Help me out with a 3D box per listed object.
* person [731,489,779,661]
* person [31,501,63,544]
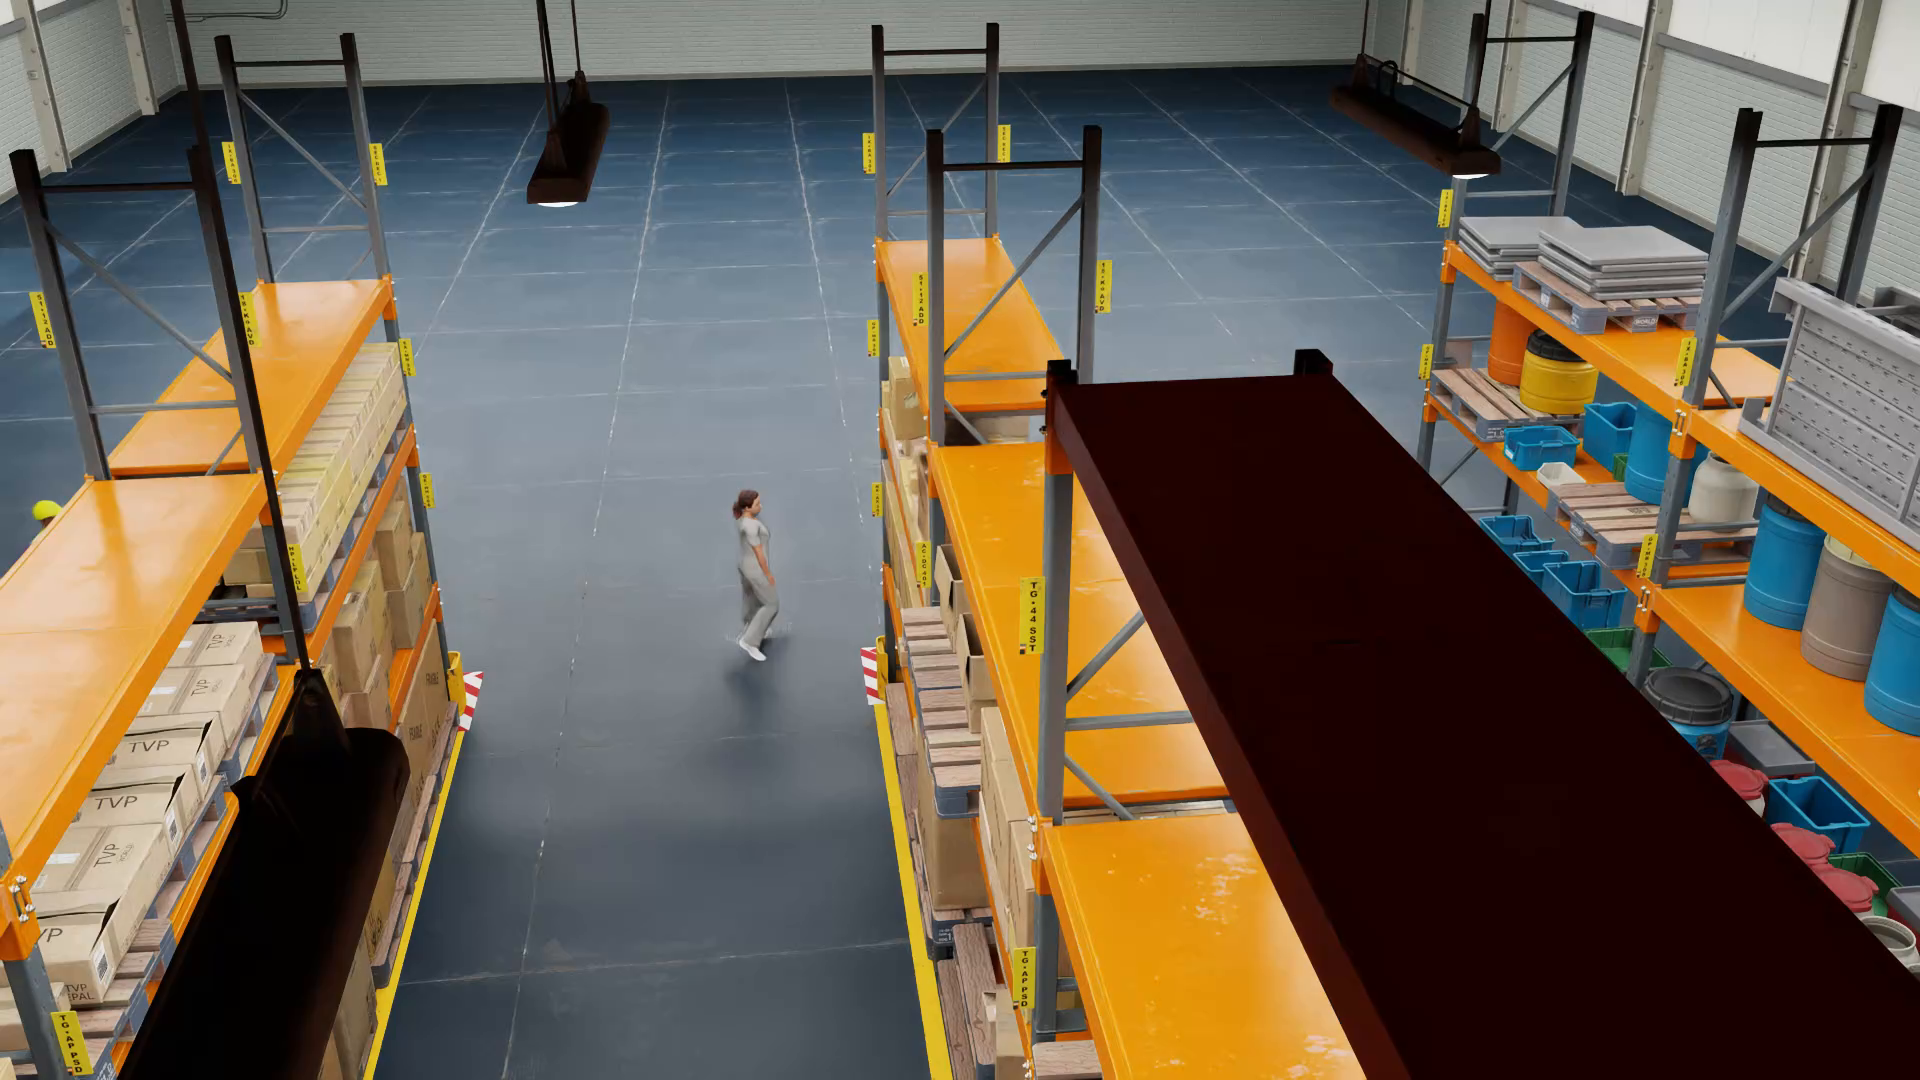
[{"bbox_3d":[-1.988,0.310,15.884,0.401,1.681,0.536,-10,27,-21],"label":"person"},{"bbox_3d":[-8.371,0.410,15.648,1.029,1.736,0.526,-13,28,-25],"label":"person"}]
